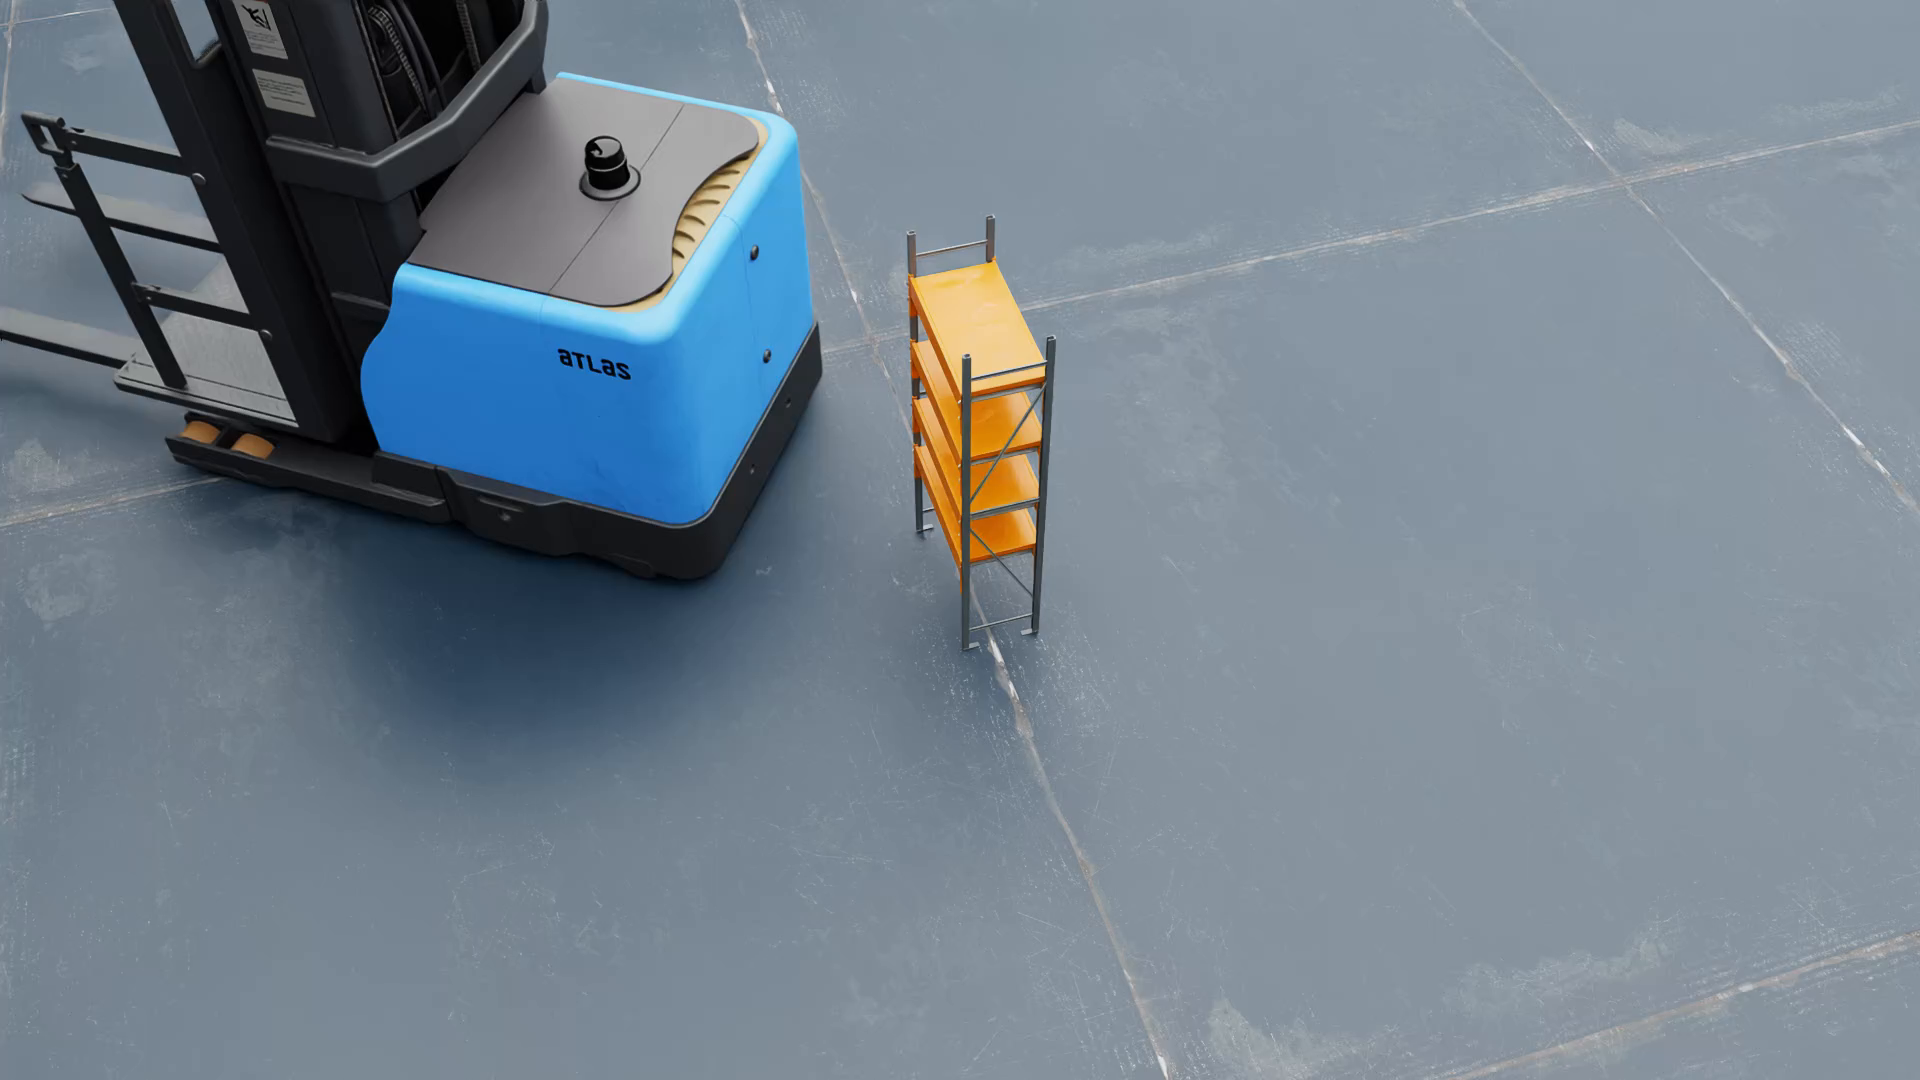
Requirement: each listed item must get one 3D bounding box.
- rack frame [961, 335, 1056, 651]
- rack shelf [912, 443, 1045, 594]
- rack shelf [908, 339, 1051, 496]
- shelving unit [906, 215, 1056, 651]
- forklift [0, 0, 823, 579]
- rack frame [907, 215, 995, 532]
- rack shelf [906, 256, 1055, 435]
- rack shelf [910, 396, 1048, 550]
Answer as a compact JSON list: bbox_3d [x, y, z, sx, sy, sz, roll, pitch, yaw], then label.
[{"bbox_3d":[0.121,-0.088,4.539,0.240,1.200,0.015,-13,51,-11],"label":"rack frame"},{"bbox_3d":[0.049,-0.094,4.893,0.258,0.148,0.480,-13,51,-11],"label":"rack shelf"},{"bbox_3d":[0.049,-0.367,4.570,0.258,0.148,0.480,-13,51,-11],"label":"rack shelf"},{"bbox_3d":[0.049,-0.266,4.689,0.258,1.200,0.503,-13,51,-11],"label":"shelving unit"},{"bbox_3d":[-2.040,-1.496,4.594,3.031,2.935,1.130,14,51,11],"label":"forklift"},{"bbox_3d":[-0.023,-0.444,4.840,0.240,1.200,0.015,-13,51,-11],"label":"rack frame"},{"bbox_3d":[0.049,-0.519,4.389,0.258,0.148,0.480,-13,51,-11],"label":"rack shelf"},{"bbox_3d":[0.049,-0.222,4.741,0.258,0.148,0.480,-13,51,-11],"label":"rack shelf"}]
